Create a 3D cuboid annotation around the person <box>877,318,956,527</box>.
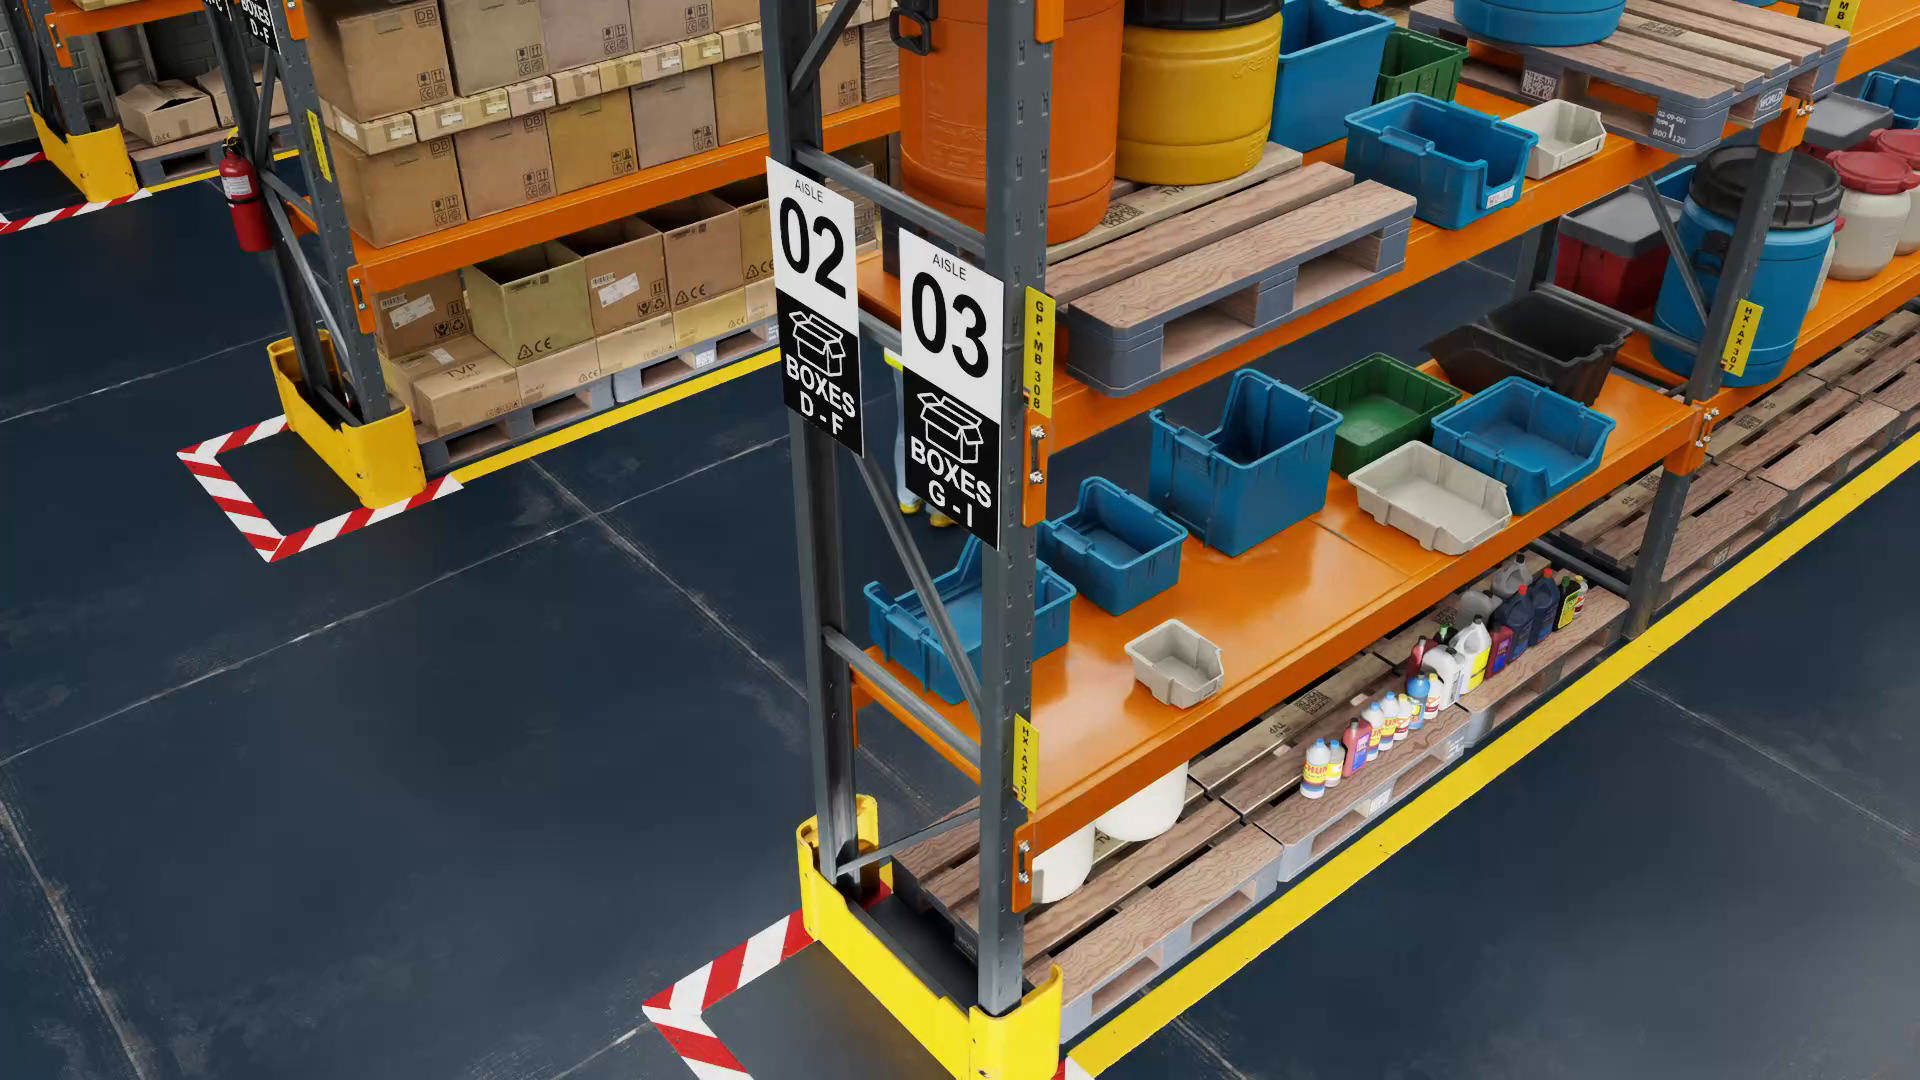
[{"bbox_3d":[-0.171,-0.883,8.266,0.654,1.775,0.372,26,43,32],"label":"person"}]
